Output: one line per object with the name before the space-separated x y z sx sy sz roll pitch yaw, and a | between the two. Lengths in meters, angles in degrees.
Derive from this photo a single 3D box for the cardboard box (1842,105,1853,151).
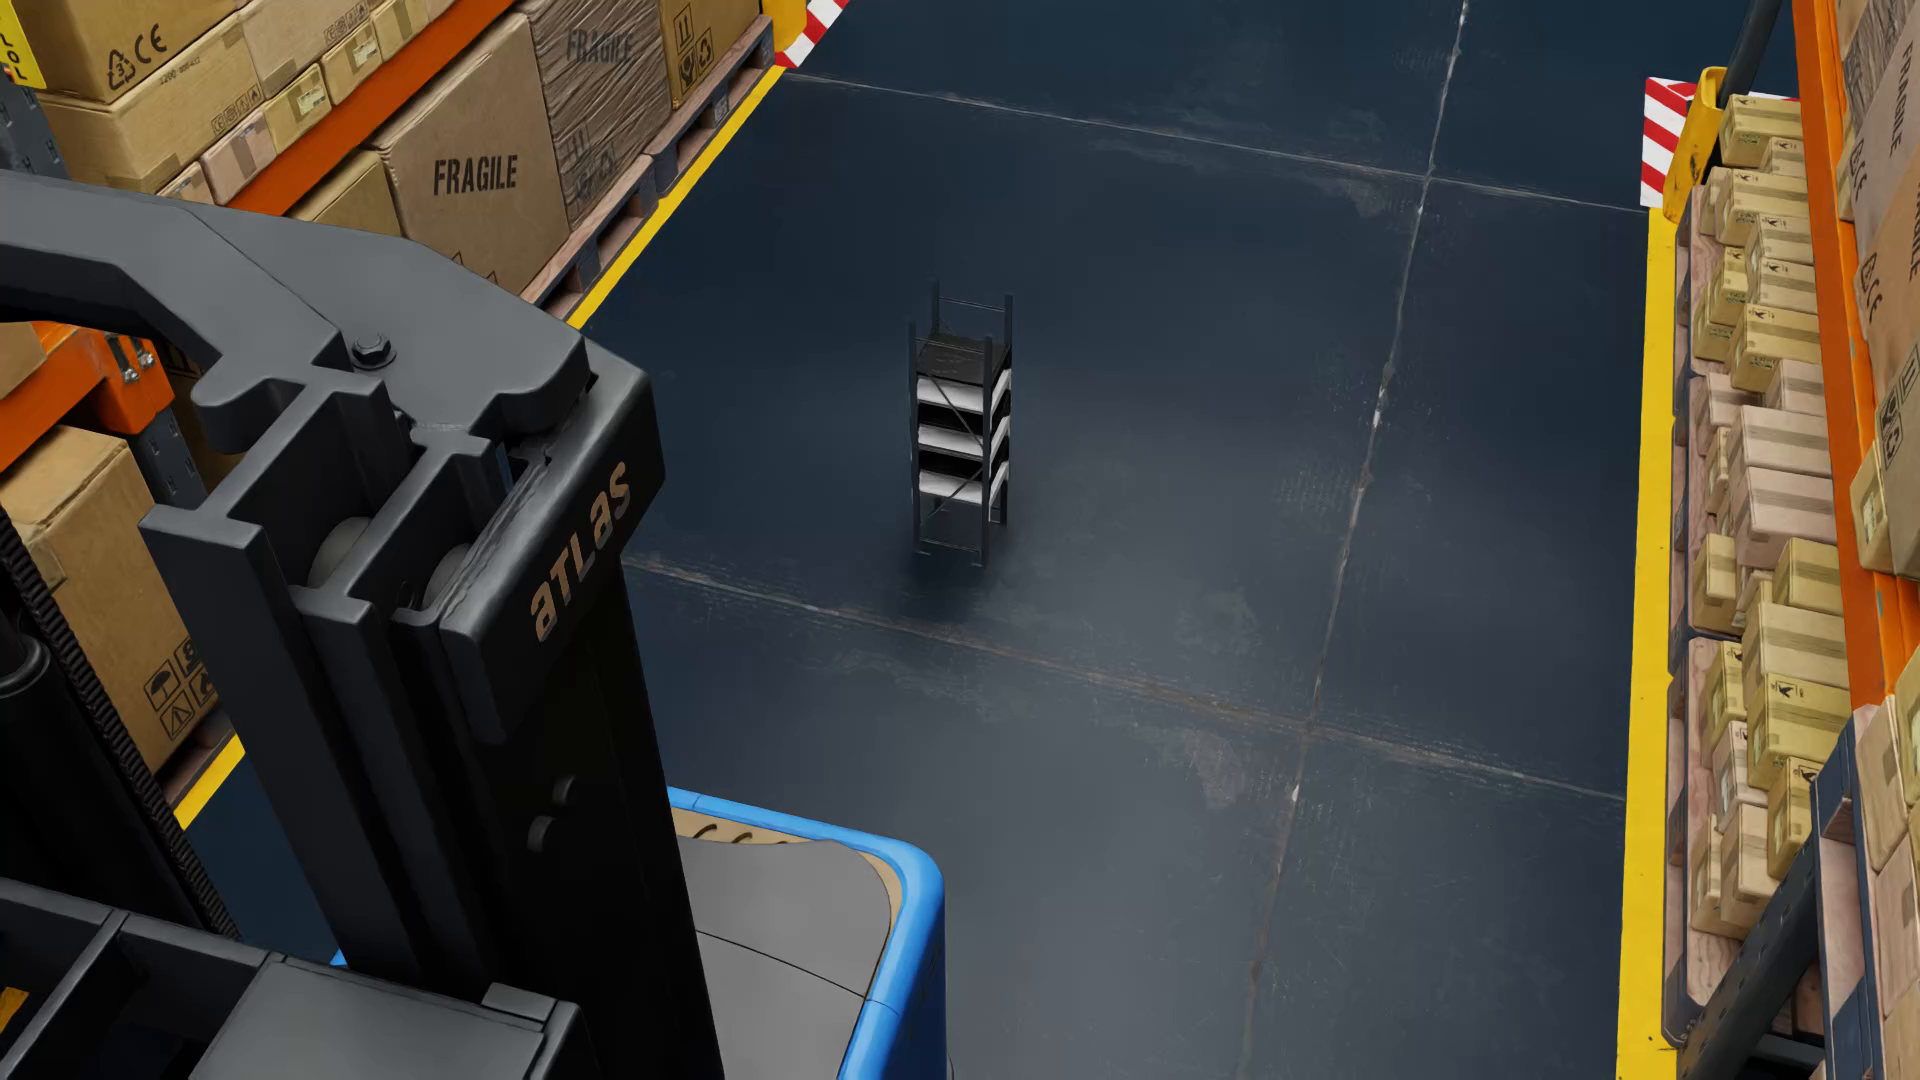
cardboard box | 2.556 -1.074 4.383 0.380 0.149 0.250 14 46 14

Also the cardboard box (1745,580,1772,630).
cardboard box | 2.275 0.279 4.346 0.380 0.149 0.250 13 46 13

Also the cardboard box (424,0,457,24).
cardboard box | -1.719 -1.714 5.036 0.380 0.149 0.250 13 46 13

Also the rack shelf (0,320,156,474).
rack shelf | -3.124 0.777 2.825 1.077 0.370 4.000 13 46 13

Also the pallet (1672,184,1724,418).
pallet | 3.087 -0.780 5.896 1.003 0.211 1.213 13 46 13

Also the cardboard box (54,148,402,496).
cardboard box | -2.242 -0.627 4.965 0.875 0.875 0.875 13 46 13

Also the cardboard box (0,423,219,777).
cardboard box | -2.693 0.227 4.092 1.225 0.875 0.875 13 46 13

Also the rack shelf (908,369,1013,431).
rack shelf | 0.002 -0.432 4.838 0.258 0.077 0.200 13 46 12

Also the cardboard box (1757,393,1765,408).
cardboard box | 2.646 -0.417 5.057 0.380 0.149 0.250 15 46 15

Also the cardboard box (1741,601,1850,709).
cardboard box | 2.146 0.323 4.088 0.380 0.149 0.250 12 46 12

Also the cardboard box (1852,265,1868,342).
cardboard box | 2.309 -0.559 3.857 0.380 0.149 0.250 11 45 11

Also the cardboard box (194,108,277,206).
cardboard box | -2.032 -1.025 4.332 0.380 0.149 0.250 11 45 11

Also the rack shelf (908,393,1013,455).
rack shelf | 0.002 -0.368 4.901 0.258 0.077 0.200 13 46 12

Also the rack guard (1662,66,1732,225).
rack guard | 3.367 -1.417 6.341 1.175 0.500 0.348 13 46 13

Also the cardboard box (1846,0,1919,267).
cardboard box | 2.366 -0.896 3.737 0.500 0.500 0.500 12 46 12

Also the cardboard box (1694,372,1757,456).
cardboard box | 2.530 -0.367 5.219 0.380 0.149 0.250 10 45 11

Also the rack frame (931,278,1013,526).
rack frame | 0.033 -0.395 5.010 0.240 0.900 0.006 13 46 12

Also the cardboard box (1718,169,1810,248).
cardboard box | 2.740 -1.078 5.519 0.380 0.149 0.250 12 46 12

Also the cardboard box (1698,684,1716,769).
cardboard box | 2.150 0.495 4.338 0.380 0.149 0.250 11 45 11

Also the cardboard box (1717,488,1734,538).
cardboard box | 2.429 -0.009 4.853 0.380 0.149 0.250 13 46 13

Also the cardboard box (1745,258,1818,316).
cardboard box | 2.651 -0.712 5.146 0.380 0.149 0.250 14 46 14

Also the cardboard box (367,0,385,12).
cardboard box | -1.819 -1.800 4.840 0.500 0.250 0.500 14 46 13

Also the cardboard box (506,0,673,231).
cardboard box | -1.700 -1.820 6.184 0.875 0.875 0.875 13 46 13

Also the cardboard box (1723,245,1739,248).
cardboard box | 2.925 -1.019 5.885 0.380 0.149 0.250 12 46 12

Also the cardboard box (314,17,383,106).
cardboard box | -1.875 -1.376 4.691 0.380 0.149 0.250 11 46 11

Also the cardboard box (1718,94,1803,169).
cardboard box | 2.907 -1.428 5.877 0.380 0.149 0.250 11 45 11

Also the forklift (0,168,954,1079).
forklift | -0.904 1.205 1.923 1.130 2.935 3.031 11 45 11

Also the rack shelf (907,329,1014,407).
rack shelf | 0.002 -0.496 4.775 0.258 0.077 0.200 13 46 12

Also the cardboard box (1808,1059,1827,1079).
cardboard box | 1.703 1.217 2.813 0.500 0.250 0.500 11 45 11

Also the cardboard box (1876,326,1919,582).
cardboard box | 2.056 -0.219 3.045 0.500 0.500 0.500 13 46 13

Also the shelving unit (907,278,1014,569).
shelving unit | 0.002 -0.327 4.941 0.258 0.900 0.210 13 46 12

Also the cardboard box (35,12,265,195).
cardboard box | -2.126 -1.123 4.148 0.500 0.250 0.500 12 46 12

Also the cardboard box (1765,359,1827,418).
cardboard box | 2.543 -0.358 4.784 0.380 0.149 0.250 13 46 13

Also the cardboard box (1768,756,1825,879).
cardboard box | 2.038 0.669 3.734 0.380 0.149 0.250 14 46 14

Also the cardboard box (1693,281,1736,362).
cardboard box | 2.674 -0.705 5.564 0.380 0.149 0.250 13 46 13

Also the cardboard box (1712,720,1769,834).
cardboard box | 2.041 0.607 4.010 0.380 0.149 0.250 11 45 11

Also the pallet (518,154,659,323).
pallet | -1.845 -1.122 6.246 1.003 0.211 1.213 13 46 12

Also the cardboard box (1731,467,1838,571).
cardboard box | 2.293 -0.034 4.453 0.380 0.149 0.250 10 45 11

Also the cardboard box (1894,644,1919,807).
cardboard box | 1.621 0.304 2.462 0.380 0.149 0.250 13 46 13

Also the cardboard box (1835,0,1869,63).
cardboard box | 2.693 -1.577 4.432 0.500 0.500 0.500 13 46 13

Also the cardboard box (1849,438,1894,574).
cardboard box | 2.016 -0.040 3.326 0.380 0.149 0.250 11 46 11

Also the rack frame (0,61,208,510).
rack frame | -2.518 -0.813 3.936 1.000 3.000 0.127 13 46 13

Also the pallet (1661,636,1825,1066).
pallet | 2.348 0.847 4.234 1.003 0.211 1.213 13 46 13

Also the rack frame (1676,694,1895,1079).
rack frame | 2.179 0.305 2.794 1.000 3.000 0.127 13 46 13

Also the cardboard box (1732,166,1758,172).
cardboard box | 2.987 -1.304 5.963 0.380 0.149 0.250 14 46 14

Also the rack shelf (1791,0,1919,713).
rack shelf | 2.784 -0.771 4.408 1.077 0.370 4.000 13 46 13

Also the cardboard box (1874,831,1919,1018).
cardboard box | 1.543 0.596 2.376 0.380 0.149 0.250 13 46 13

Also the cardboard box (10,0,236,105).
cardboard box | -2.129 -1.399 3.893 0.500 0.500 0.500 13 46 13
